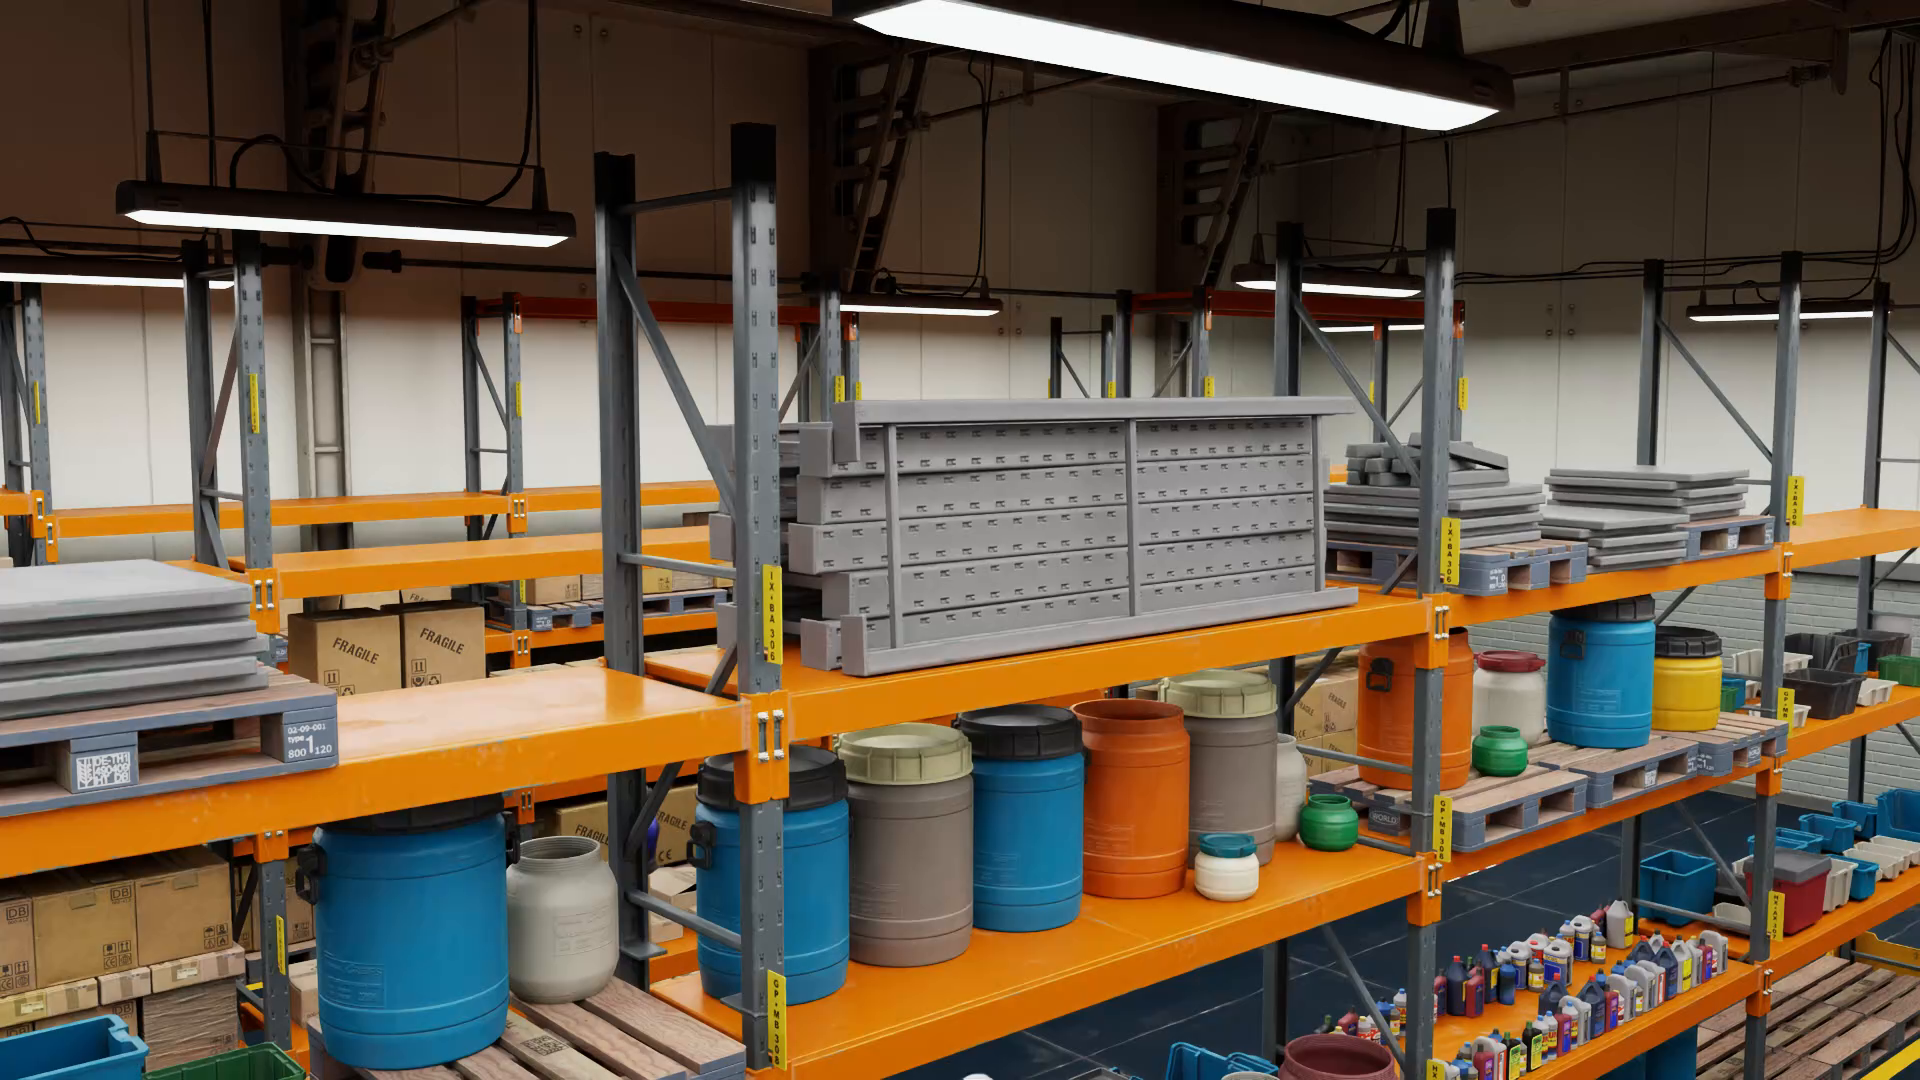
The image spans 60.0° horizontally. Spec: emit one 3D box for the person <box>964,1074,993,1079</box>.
[{"bbox_3d":[0.053,3.492,8.227,0.991,1.731,0.579,0,5,-3],"label":"person"}]

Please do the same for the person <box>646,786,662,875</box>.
[{"bbox_3d":[-2.784,2.991,14.574,0.736,1.698,0.475,-2,6,-22],"label":"person"}]
